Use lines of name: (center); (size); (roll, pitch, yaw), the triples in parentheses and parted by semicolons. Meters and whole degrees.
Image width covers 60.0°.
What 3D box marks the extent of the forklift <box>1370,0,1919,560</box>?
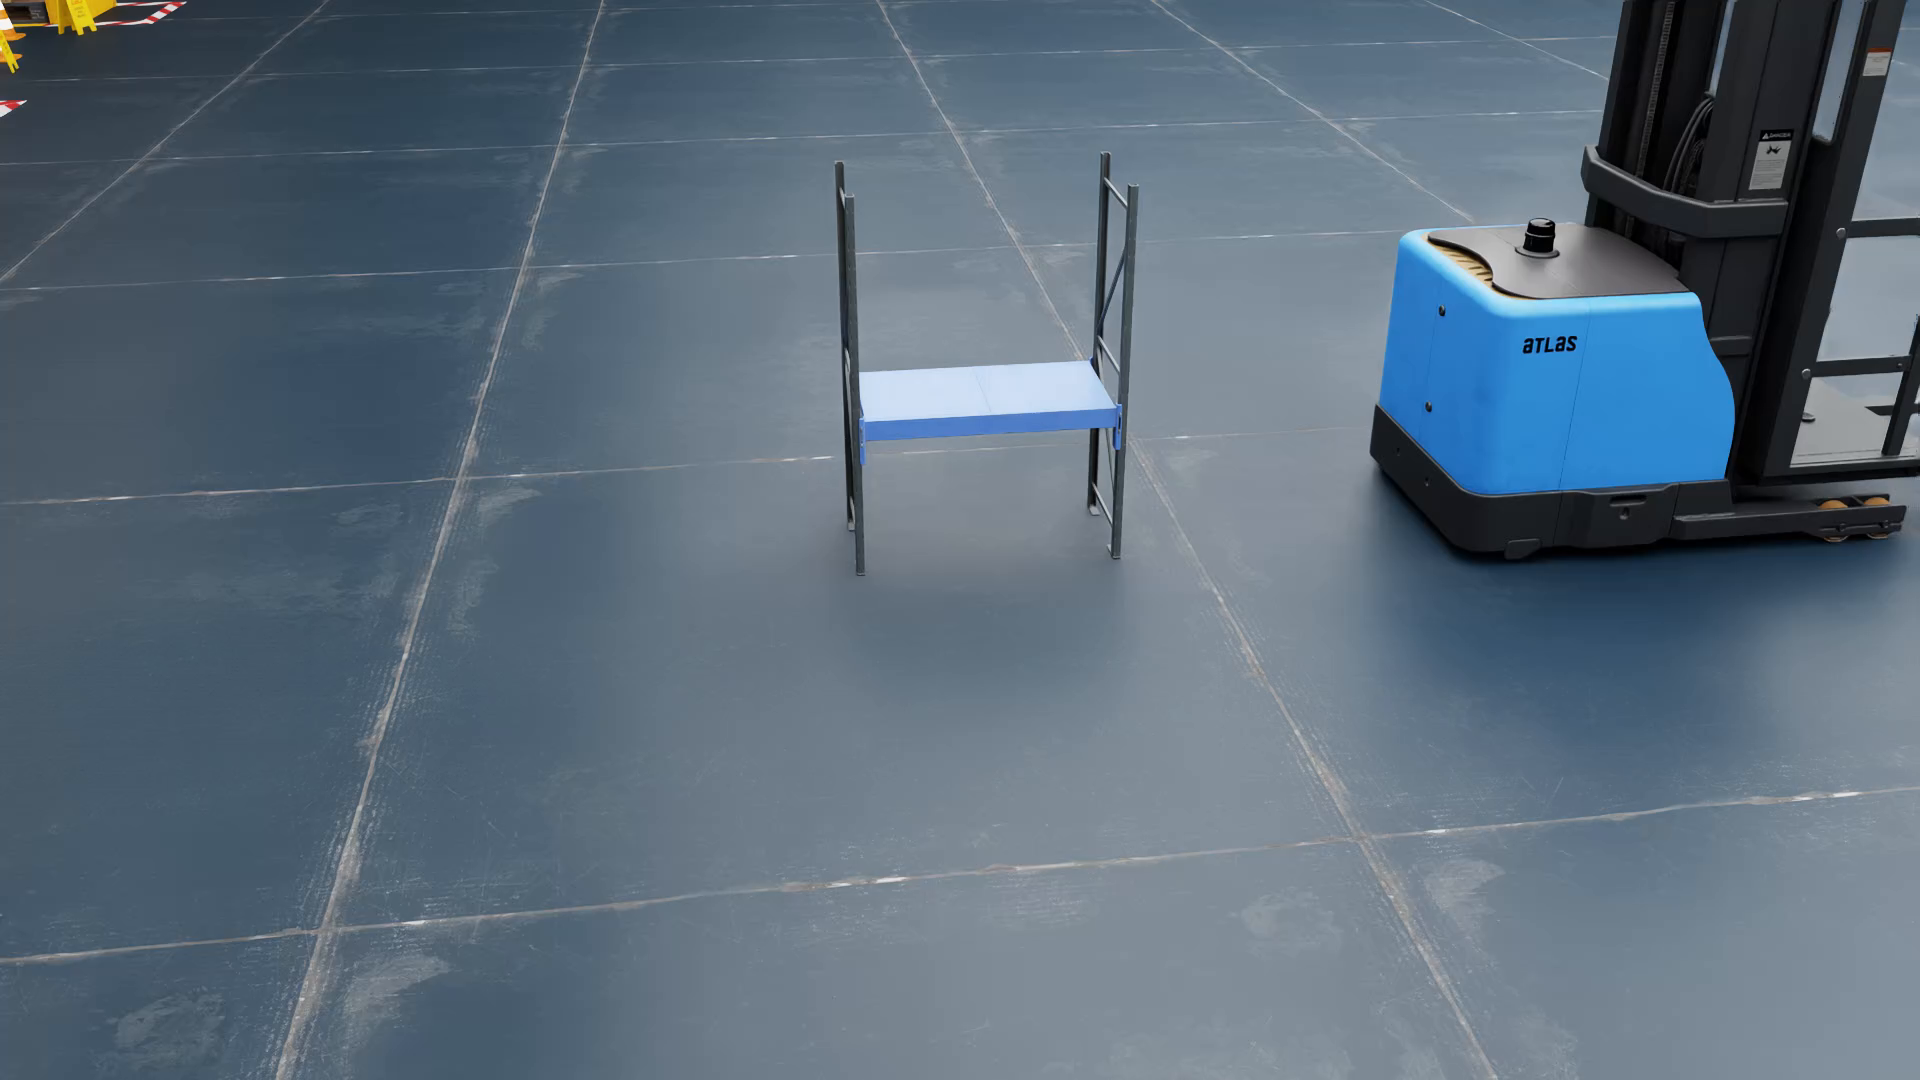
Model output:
forklift: (3.370, -1.529, 6.519); (3.031, 2.935, 1.130); (-4, 27, -8)

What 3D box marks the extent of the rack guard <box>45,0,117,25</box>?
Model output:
rack guard: (-9.251, -5.776, 17.460); (0.348, 0.500, 1.175); (-4, 27, -7)

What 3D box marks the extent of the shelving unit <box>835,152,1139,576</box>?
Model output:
shelving unit: (0.084, -0.673, 6.418); (1.048, 1.500, 0.538); (-4, 27, -7)

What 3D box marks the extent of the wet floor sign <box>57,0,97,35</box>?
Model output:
wet floor sign: (-8.839, -5.374, 16.517); (0.232, 0.644, 0.267); (6, 28, 11)

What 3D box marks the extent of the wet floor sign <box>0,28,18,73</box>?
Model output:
wet floor sign: (-8.633, -4.512, 14.836); (0.232, 0.644, 0.267); (-8, 28, -16)

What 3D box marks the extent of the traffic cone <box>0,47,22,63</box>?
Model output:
traffic cone: (-8.931, -4.674, 15.352); (0.334, 0.463, 0.336); (-4, 27, -7)

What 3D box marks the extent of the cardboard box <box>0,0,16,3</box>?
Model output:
cardboard box: (-9.963, -5.682, 17.091); (0.500, 0.250, 0.500); (-4, 27, -7)

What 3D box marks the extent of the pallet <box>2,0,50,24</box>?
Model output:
pallet: (-10.061, -5.612, 17.457); (1.213, 0.211, 1.003); (-4, 27, -7)

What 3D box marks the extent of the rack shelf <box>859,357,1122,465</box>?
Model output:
rack shelf: (0.084, -0.513, 6.500); (1.000, 0.185, 0.538); (-4, 27, -7)

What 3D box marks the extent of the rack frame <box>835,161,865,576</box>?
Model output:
rack frame: (-0.419, -0.640, 6.355); (0.032, 1.500, 0.500); (-4, 27, -7)

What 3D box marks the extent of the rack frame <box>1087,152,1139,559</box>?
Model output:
rack frame: (0.588, -0.705, 6.481); (0.032, 1.500, 0.500); (-4, 27, -7)

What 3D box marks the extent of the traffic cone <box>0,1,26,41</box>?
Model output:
traffic cone: (-9.422, -5.154, 16.288); (0.334, 0.463, 0.336); (-4, 27, -7)
